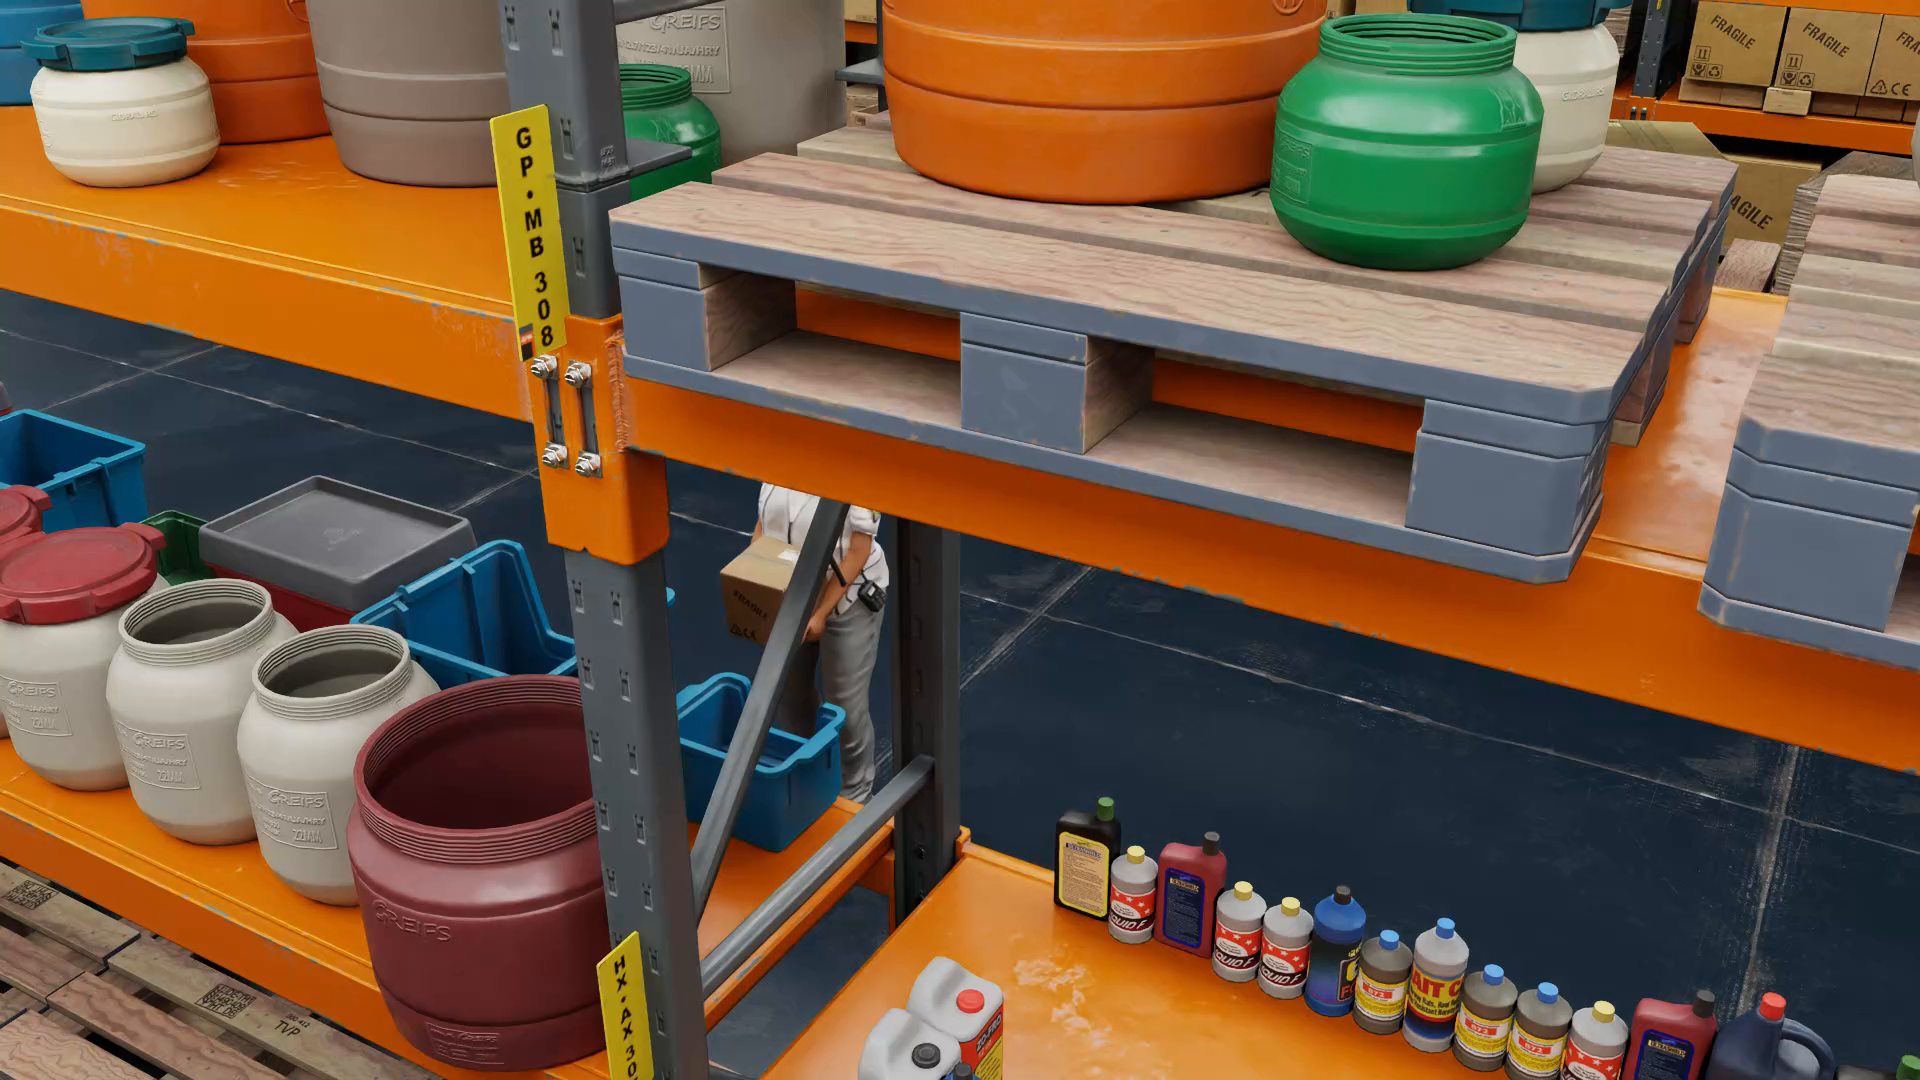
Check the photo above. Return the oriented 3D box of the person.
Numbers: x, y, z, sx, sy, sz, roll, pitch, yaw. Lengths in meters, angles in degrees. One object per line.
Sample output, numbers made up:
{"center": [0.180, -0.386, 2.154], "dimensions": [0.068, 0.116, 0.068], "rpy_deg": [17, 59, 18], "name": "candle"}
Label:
{"center": [-0.493, 0.240, 5.646], "dimensions": [0.453, 1.662, 0.537], "rpy_deg": [14, 30, 26], "name": "person"}
